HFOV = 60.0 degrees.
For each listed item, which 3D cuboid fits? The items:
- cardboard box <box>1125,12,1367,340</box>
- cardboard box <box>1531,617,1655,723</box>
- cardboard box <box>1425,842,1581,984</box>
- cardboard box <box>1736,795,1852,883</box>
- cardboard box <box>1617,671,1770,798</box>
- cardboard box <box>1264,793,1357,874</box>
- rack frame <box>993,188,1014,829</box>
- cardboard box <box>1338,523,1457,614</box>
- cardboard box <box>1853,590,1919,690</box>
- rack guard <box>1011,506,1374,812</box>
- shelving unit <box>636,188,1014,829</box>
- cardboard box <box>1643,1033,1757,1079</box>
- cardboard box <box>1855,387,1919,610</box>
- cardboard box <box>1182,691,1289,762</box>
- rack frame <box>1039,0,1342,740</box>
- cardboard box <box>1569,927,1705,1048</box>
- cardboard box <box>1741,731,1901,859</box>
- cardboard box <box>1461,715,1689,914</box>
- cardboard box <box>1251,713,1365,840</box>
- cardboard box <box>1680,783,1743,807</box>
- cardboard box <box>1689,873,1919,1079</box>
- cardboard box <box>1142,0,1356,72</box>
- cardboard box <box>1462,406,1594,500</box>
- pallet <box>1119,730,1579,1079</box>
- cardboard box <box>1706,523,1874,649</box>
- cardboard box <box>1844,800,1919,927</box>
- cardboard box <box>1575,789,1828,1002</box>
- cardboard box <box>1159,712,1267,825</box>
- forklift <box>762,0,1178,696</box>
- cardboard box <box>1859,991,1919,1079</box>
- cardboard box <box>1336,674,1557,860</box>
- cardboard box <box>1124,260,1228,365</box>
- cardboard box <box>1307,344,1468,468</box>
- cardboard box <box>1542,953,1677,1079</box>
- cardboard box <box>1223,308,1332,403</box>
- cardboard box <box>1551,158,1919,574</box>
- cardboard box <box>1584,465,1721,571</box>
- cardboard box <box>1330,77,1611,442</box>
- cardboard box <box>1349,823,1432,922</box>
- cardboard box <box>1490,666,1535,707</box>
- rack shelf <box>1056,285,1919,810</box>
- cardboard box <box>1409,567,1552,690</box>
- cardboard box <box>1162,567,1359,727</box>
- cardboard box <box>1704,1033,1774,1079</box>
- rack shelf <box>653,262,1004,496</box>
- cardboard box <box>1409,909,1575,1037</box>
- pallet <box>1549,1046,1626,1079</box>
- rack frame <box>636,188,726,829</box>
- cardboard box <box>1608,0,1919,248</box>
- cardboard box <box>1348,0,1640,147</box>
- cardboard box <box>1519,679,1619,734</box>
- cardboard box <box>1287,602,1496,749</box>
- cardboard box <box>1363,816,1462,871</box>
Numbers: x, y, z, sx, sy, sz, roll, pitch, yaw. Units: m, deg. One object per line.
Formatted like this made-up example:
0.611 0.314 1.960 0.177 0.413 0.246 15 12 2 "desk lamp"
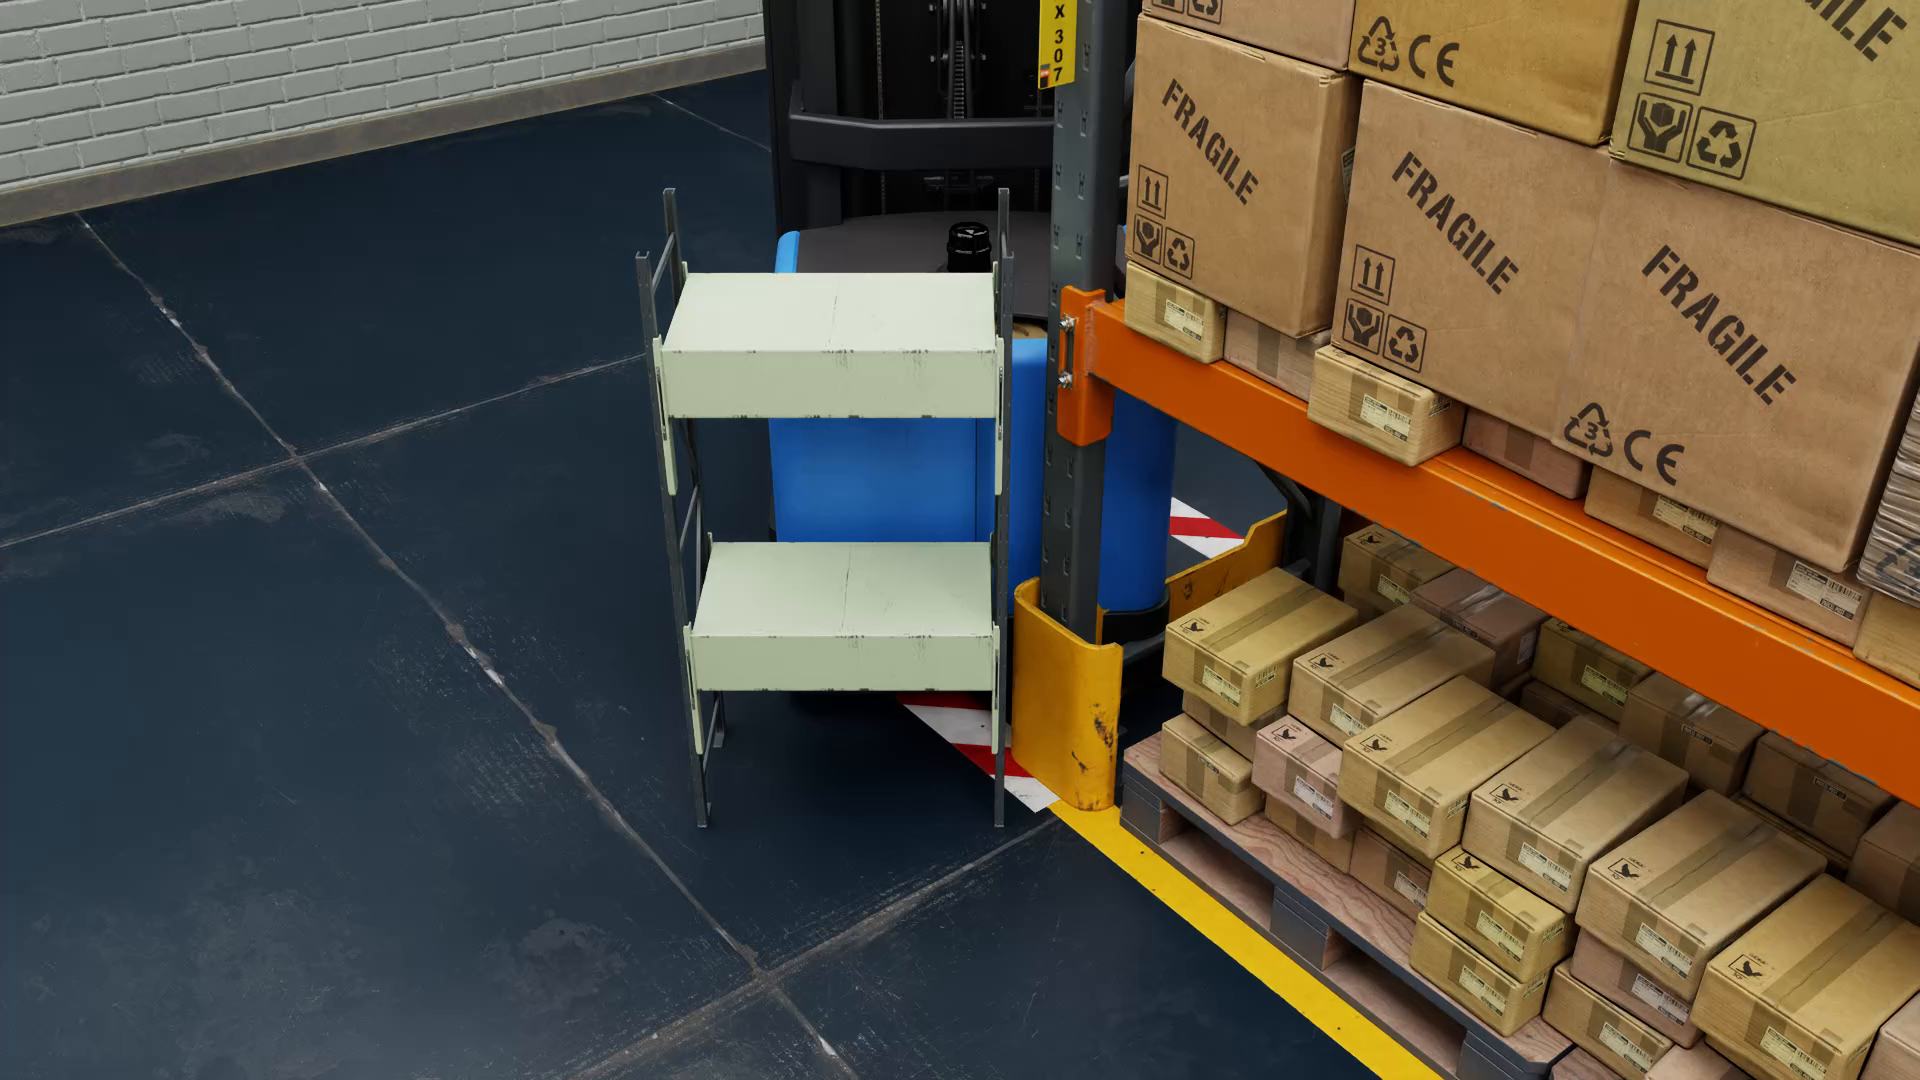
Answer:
0.684 -0.765 3.262 0.500 0.500 0.500 -20 37 -29 "cardboard box"
1.520 0.236 3.767 0.380 0.149 0.250 -23 39 -32 "cardboard box"
1.161 0.683 3.330 0.380 0.149 0.250 -21 38 -30 "cardboard box"
1.824 0.589 3.481 0.380 0.149 0.250 -22 38 -31 "cardboard box"
1.629 0.364 3.561 0.380 0.149 0.250 -24 39 -33 "cardboard box"
0.921 0.564 3.802 0.380 0.149 0.250 -22 38 -32 "cardboard box"
0.096 -0.031 3.878 0.023 1.500 0.400 0 32 0 "rack frame"
1.152 0.046 4.073 0.380 0.149 0.250 -22 38 -31 "cardboard box"
1.564 0.109 2.470 0.380 0.149 0.250 -21 37 -30 "cardboard box"
0.674 0.221 4.421 1.175 0.500 0.348 -22 38 -31 "rack guard"
-0.270 -0.030 3.877 0.755 1.500 0.431 0 32 0 "shelving unit"
1.465 1.015 3.077 0.380 0.149 0.250 -24 39 -34 "cardboard box"
1.641 -0.132 2.242 0.500 0.500 0.500 -23 39 -33 "cardboard box"
0.746 0.335 3.890 0.380 0.149 0.250 -21 37 -29 "cardboard box"
0.627 -0.873 3.812 1.000 3.000 0.127 -22 38 -31 "rack frame"
1.399 0.763 3.201 0.380 0.149 0.250 -24 39 -34 "cardboard box"
1.837 0.458 3.409 0.380 0.149 0.250 -21 37 -30 "cardboard box"
1.215 0.534 3.287 0.380 0.149 0.250 -24 39 -34 "cardboard box"
0.869 0.467 3.677 0.380 0.149 0.250 -22 38 -32 "cardboard box"
1.580 0.522 3.588 0.380 0.149 0.250 -23 38 -32 "cardboard box"
1.503 0.777 2.895 0.380 0.149 0.250 -22 38 -31 "cardboard box"
0.693 -1.193 3.004 0.500 0.500 0.500 -23 38 -32 "cardboard box"
1.146 -0.239 3.030 0.380 0.149 0.250 -20 37 -29 "cardboard box"
1.144 0.693 3.933 1.003 0.211 1.213 -22 38 -31 "pallet"
1.422 -0.006 2.655 0.380 0.149 0.250 -23 39 -32 "cardboard box"
1.911 0.604 3.175 0.380 0.149 0.250 -24 39 -33 "cardboard box"
1.378 0.653 3.096 0.380 0.149 0.250 -21 37 -30 "cardboard box"
0.696 0.482 3.935 0.380 0.149 0.250 -21 38 -30 "cardboard box"
-0.029 -1.548 5.025 1.129 2.867 3.031 -1 32 -2 "forklift"
1.733 0.851 2.776 0.380 0.149 0.250 -22 38 -31 "cardboard box"
0.998 0.458 3.410 0.380 0.149 0.250 -22 38 -32 "cardboard box"
0.567 -0.525 3.490 0.380 0.149 0.250 -23 38 -32 "cardboard box"
0.878 -0.303 3.133 0.380 0.149 0.250 -23 39 -33 "cardboard box"
1.380 0.883 3.289 0.380 0.149 0.250 -22 38 -31 "cardboard box"
0.756 -0.432 3.341 0.380 0.149 0.250 -21 37 -30 "cardboard box"
1.323 -0.342 2.581 0.500 0.500 0.500 -22 38 -31 "cardboard box"
1.293 -0.118 2.835 0.380 0.149 0.250 -23 38 -32 "cardboard box"
1.033 -0.550 2.916 0.500 0.500 0.500 -22 38 -31 "cardboard box"
1.079 0.666 3.639 0.380 0.149 0.250 -22 38 -31 "cardboard box"
1.294 0.287 3.966 0.380 0.149 0.250 -23 39 -32 "cardboard box"
1.854 0.266 2.660 1.077 0.370 4.000 -22 38 -31 "rack shelf"
1.261 0.169 3.875 0.380 0.149 0.250 -21 38 -30 "cardboard box"
0.680 0.235 3.768 0.380 0.149 0.250 -24 39 -33 "cardboard box"
1.598 0.862 3.041 0.380 0.149 0.250 -20 37 -29 "cardboard box"
-0.270 -0.362 3.671 0.720 0.370 0.431 0 32 0 "rack shelf"
1.149 0.808 3.411 0.380 0.149 0.250 -22 38 -31 "cardboard box"
1.888 1.202 3.115 1.003 0.211 1.213 -22 38 -31 "pallet"
-0.636 -0.030 3.877 0.023 1.500 0.400 0 32 0 "rack frame"
1.309 -0.761 2.308 0.500 0.500 0.500 -23 39 -32 "cardboard box"
1.007 -0.985 2.669 0.500 0.500 0.500 -21 38 -30 "cardboard box"
1.496 0.377 3.822 0.380 0.149 0.250 -24 39 -33 "cardboard box"
0.944 0.311 3.646 0.380 0.149 0.250 -22 38 -31 "cardboard box"
1.089 0.541 3.559 0.380 0.149 0.250 -22 38 -31 "cardboard box"
